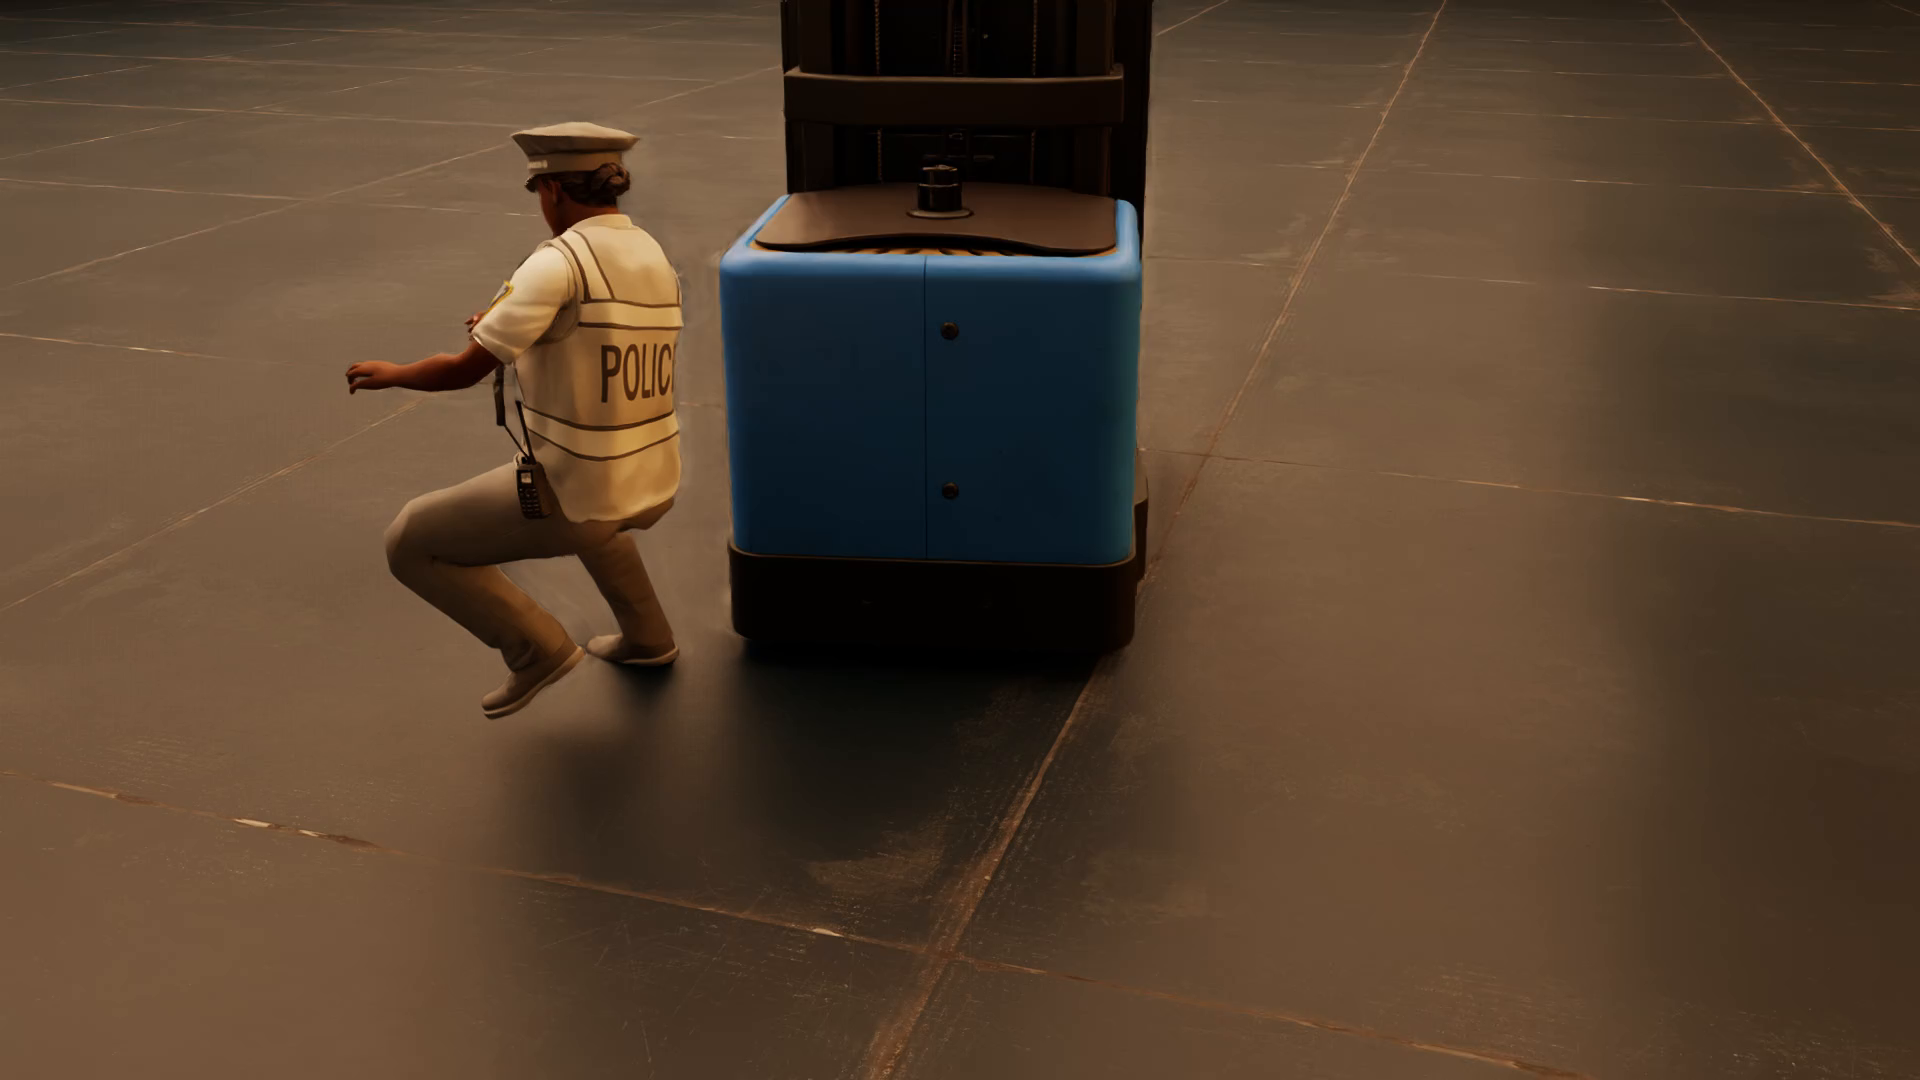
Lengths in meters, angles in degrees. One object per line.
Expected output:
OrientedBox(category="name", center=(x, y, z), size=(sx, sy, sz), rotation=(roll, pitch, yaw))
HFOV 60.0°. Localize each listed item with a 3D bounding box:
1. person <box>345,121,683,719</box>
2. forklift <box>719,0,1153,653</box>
OrientedBox(category="person", center=(-0.957, -0.221, 3.820), size=(0.743, 1.460, 0.778), rotation=(11, 25, 25))
OrientedBox(category="forklift", center=(0.038, -1.589, 5.128), size=(1.130, 2.935, 3.031), rotation=(2, 22, 4))
